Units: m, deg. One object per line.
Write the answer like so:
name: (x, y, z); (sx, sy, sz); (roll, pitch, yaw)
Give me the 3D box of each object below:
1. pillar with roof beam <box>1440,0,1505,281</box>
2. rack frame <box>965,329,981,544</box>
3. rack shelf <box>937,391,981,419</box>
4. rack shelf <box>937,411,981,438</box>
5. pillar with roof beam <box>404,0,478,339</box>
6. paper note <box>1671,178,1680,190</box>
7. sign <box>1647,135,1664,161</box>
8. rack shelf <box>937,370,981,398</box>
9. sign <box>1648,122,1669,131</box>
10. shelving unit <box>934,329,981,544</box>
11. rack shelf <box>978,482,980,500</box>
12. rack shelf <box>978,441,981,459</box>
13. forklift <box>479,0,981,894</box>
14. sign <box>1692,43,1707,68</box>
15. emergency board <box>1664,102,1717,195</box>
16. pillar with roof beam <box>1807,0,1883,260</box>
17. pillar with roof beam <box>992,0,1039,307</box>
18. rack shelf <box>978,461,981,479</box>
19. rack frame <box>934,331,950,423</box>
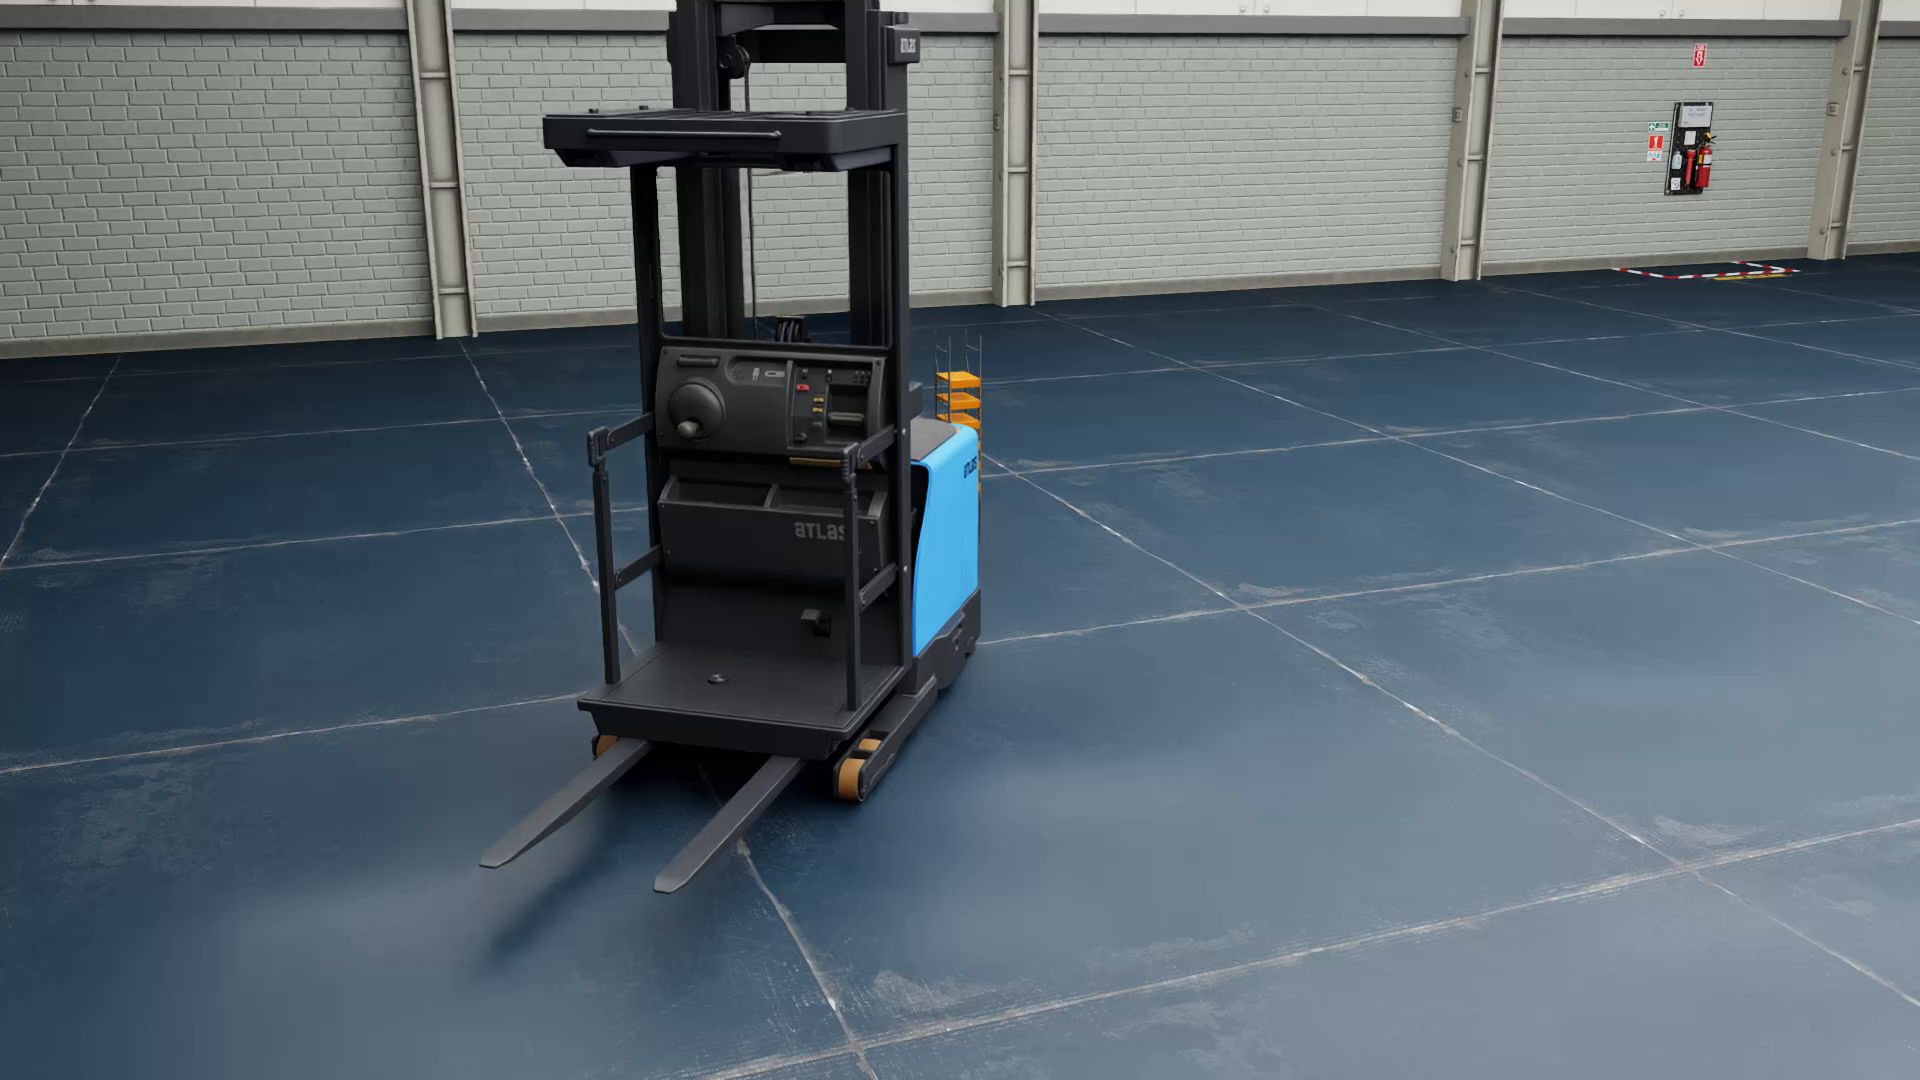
pillar with roof beam: (7.741, -6.425, 15.507); (0.400, 9.000, 9.100); (-6, 17, -20)
rack frame: (0.072, -0.583, 9.456); (0.006, 1.200, 0.240); (-6, 17, -20)
rack shelf: (-0.014, -0.762, 9.369); (0.180, 0.103, 0.258); (-6, 17, -20)
rack shelf: (-0.014, -0.647, 9.403); (0.180, 0.103, 0.258); (-6, 17, -20)
pillar with roof beam: (-3.465, -5.215, 11.387); (0.400, 9.000, 9.100); (-6, 17, -20)
paper note: (9.292, -4.623, 21.581); (0.142, 0.148, 0.016); (-6, 17, -20)
sign: (8.928, -5.034, 21.353); (0.234, 0.329, 0.001); (-6, 17, -20)
rack shelf: (-0.014, -0.877, 9.335); (0.180, 0.103, 0.258); (-6, 17, -20)
sign: (8.936, -5.286, 21.272); (0.331, 0.109, 0.001); (-6, 17, -20)
shelving unit: (-0.014, -0.574, 9.424); (0.189, 1.200, 0.258); (-6, 17, -20)
rack shelf: (-0.014, -0.301, 9.504); (0.180, 0.103, 0.258); (-6, 17, -20)
rack shelf: (-0.014, -0.532, 9.437); (0.180, 0.103, 0.258); (-6, 17, -20)
forklift: (-0.797, -0.544, 6.248); (1.130, 2.935, 3.031); (5, 17, 15)
sign: (9.438, -6.183, 21.215); (0.199, 0.298, 0.001); (-6, 17, -20)
emergency board: (9.482, -5.045, 21.455); (0.643, 1.169, 0.194); (-6, 17, -20)
pillar with roof beam: (13.343, -7.030, 17.567); (0.400, 9.000, 9.100); (-6, 17, -20)
pillar with roof beam: (2.138, -5.820, 13.447); (0.400, 9.000, 9.100); (-6, 17, -20)
rack shelf: (-0.014, -0.416, 9.471); (0.180, 0.103, 0.258); (-6, 17, -20)
rack frame: (-0.099, -0.565, 9.393); (0.006, 1.200, 0.240); (-6, 17, -20)
